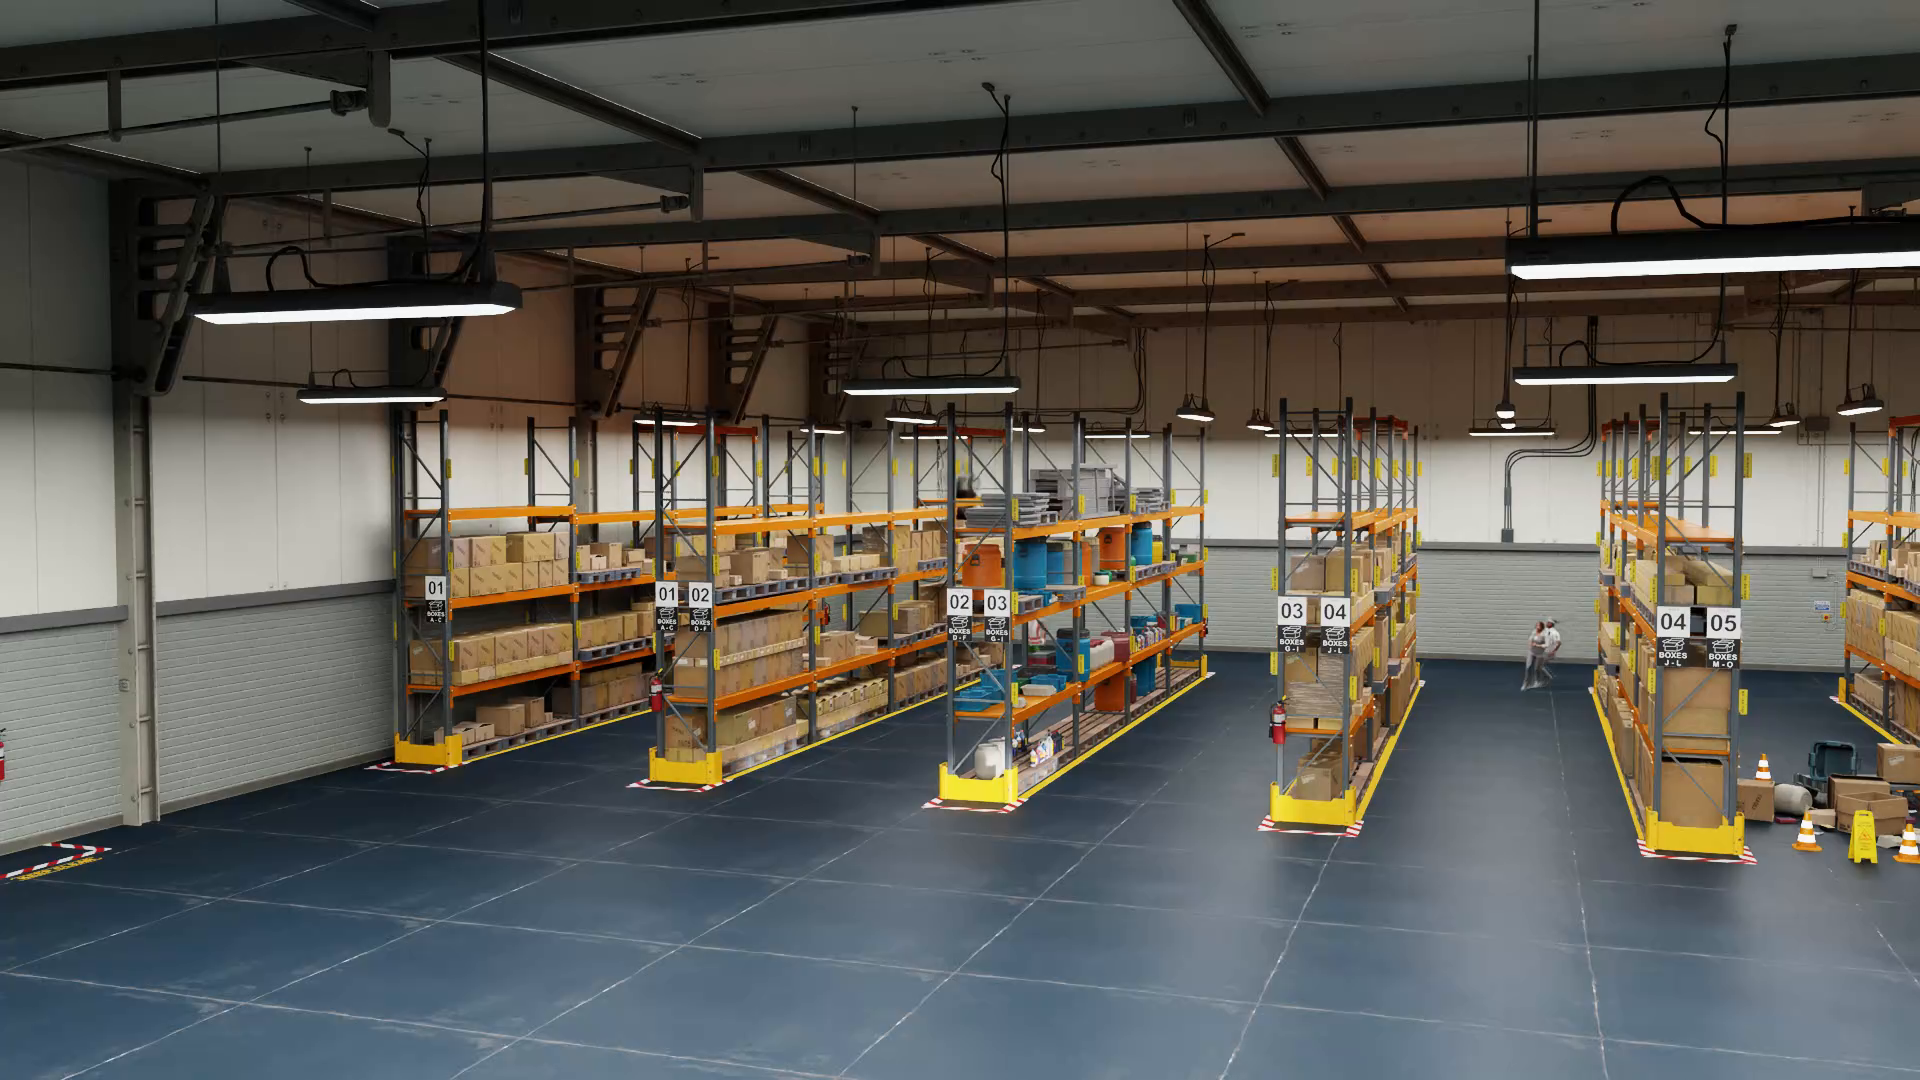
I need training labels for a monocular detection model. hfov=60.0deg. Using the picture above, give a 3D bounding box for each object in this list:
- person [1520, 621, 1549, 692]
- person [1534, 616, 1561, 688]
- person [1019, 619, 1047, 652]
[{"bbox_3d":[13.029,2.665,37.435,0.562,1.517,0.779,2,3,43],"label":"person"},{"bbox_3d":[13.350,2.564,37.977,0.527,1.647,0.633,-1,2,-12],"label":"person"},{"bbox_3d":[1.637,2.403,37.765,0.629,1.754,0.644,1,3,12],"label":"person"}]
